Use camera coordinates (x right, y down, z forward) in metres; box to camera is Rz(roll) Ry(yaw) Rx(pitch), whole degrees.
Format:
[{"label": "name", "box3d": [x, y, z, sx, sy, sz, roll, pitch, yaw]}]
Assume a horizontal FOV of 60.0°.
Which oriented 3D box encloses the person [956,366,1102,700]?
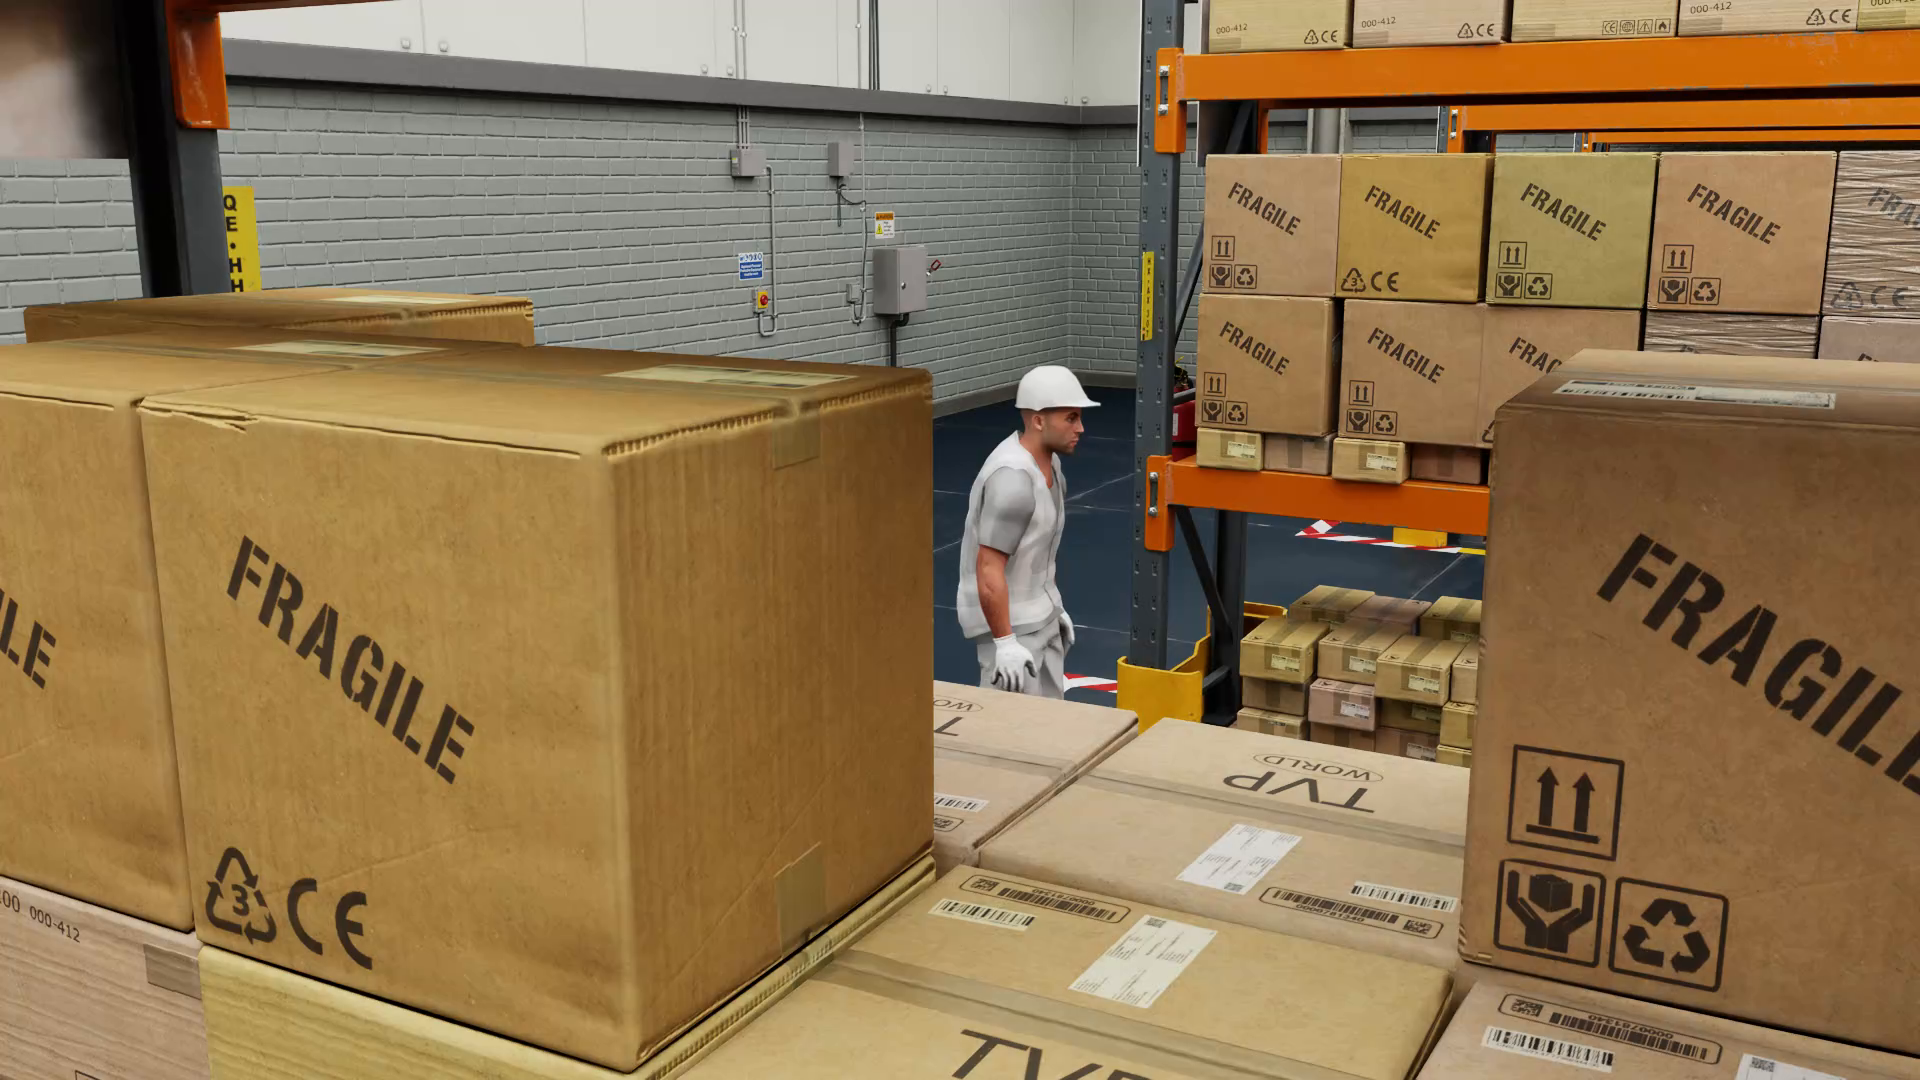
[{"label": "person", "box3d": [0.230, 0.309, 5.536, 0.455, 1.779, 0.619, 5, 13, 21]}]
